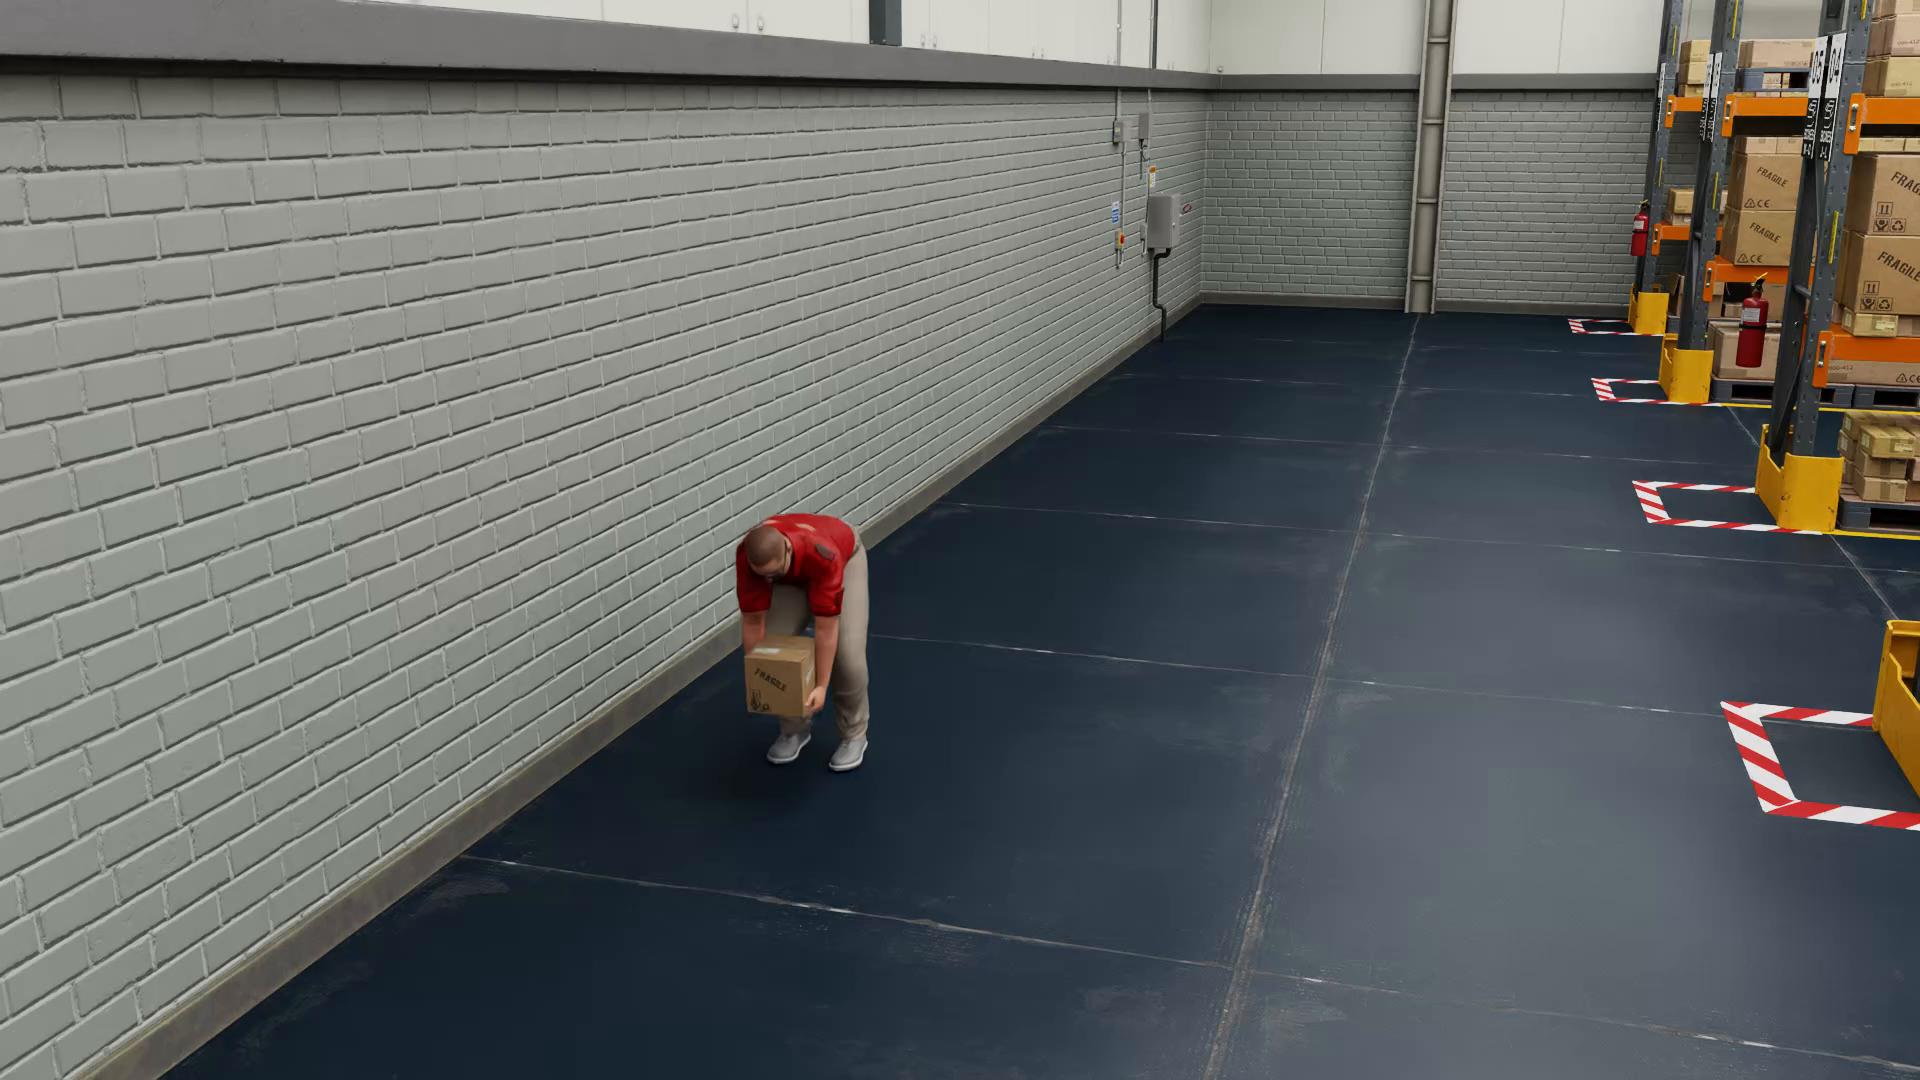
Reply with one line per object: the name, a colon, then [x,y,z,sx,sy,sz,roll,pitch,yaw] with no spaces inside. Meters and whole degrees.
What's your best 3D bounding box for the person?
person: [-0.678,0.429,6.978,0.487,1.198,0.940,4,15,14]
